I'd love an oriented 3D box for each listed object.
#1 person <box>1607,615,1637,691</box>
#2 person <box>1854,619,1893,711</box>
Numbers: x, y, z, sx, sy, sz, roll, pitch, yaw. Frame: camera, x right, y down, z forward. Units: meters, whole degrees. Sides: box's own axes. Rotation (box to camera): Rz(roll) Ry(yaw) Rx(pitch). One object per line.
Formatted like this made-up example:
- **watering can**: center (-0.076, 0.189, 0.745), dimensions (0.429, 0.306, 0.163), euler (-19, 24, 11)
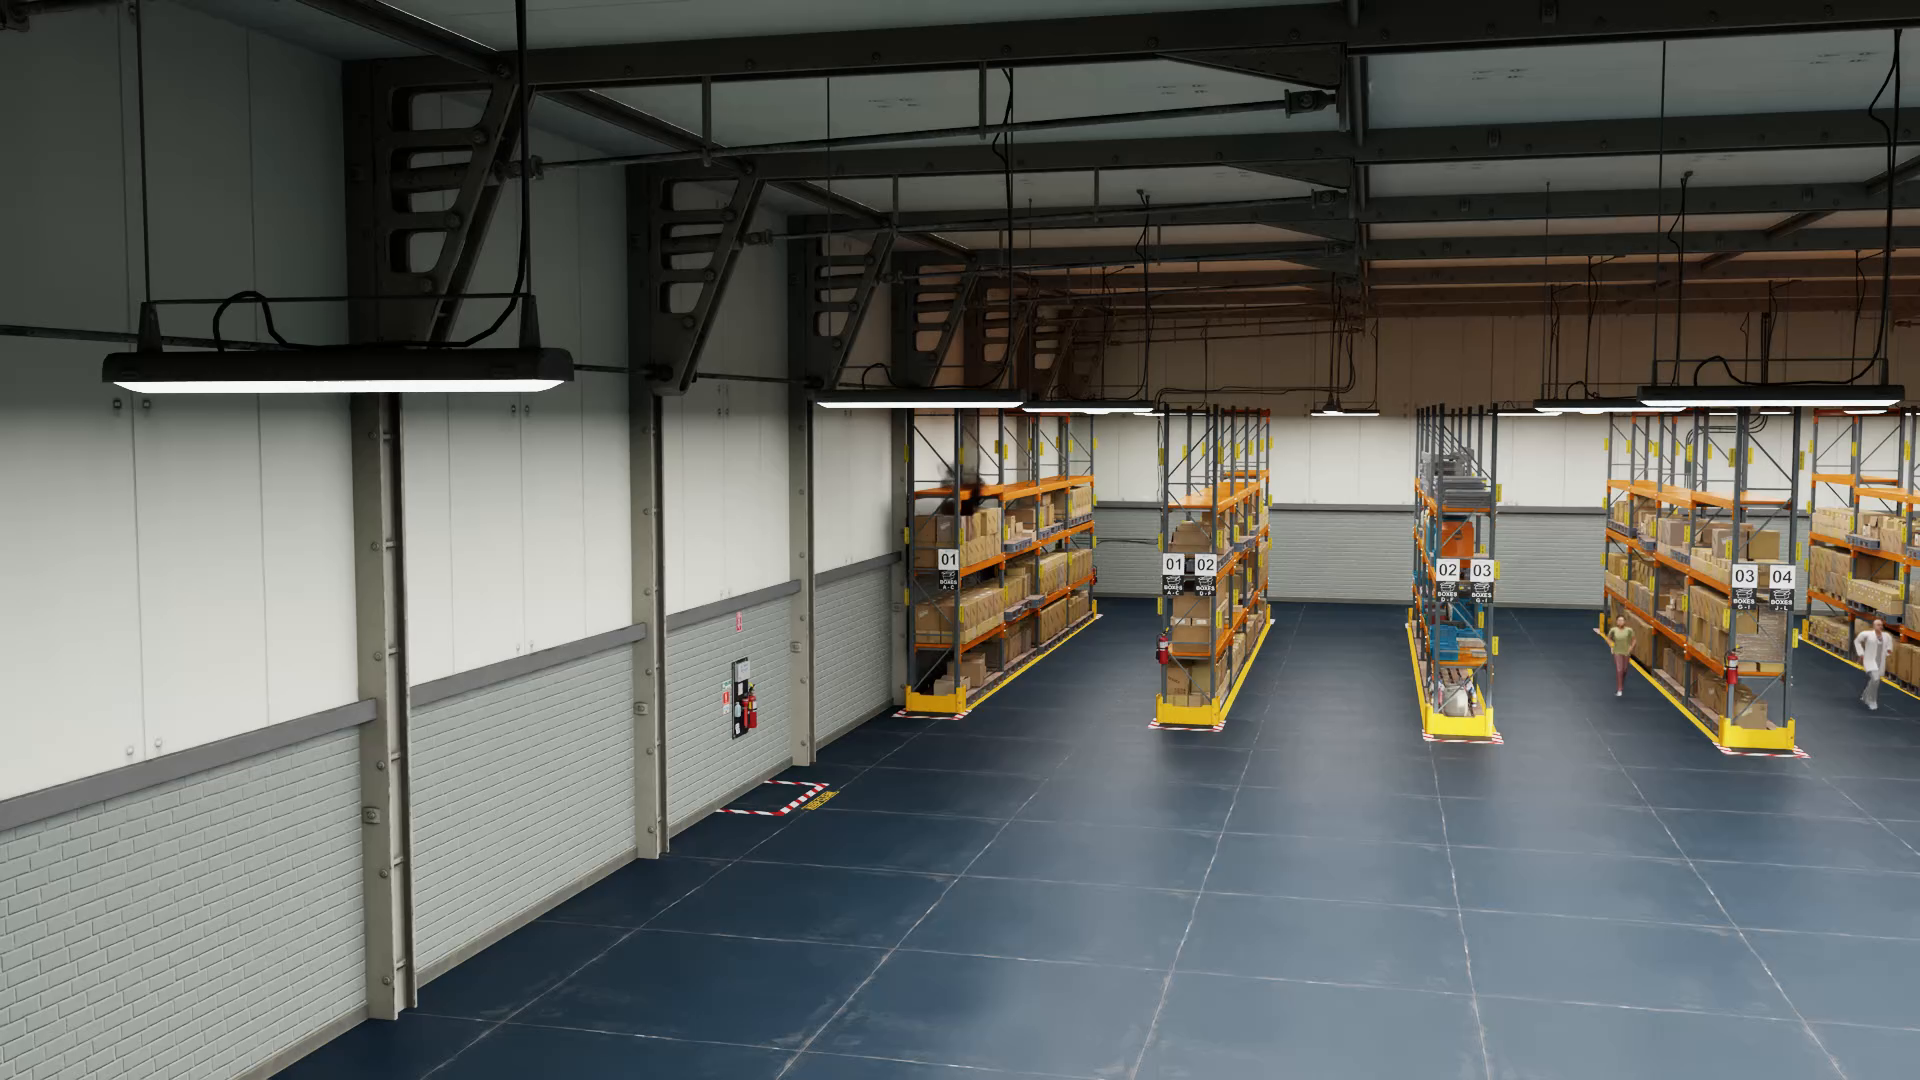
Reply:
- **person**: center (13.767, 2.333, 34.610), dimensions (0.577, 1.583, 0.652), euler (1, 4, 17)
- **person**: center (18.092, 2.462, 32.882), dimensions (0.613, 1.814, 0.903), euler (0, 4, -1)
